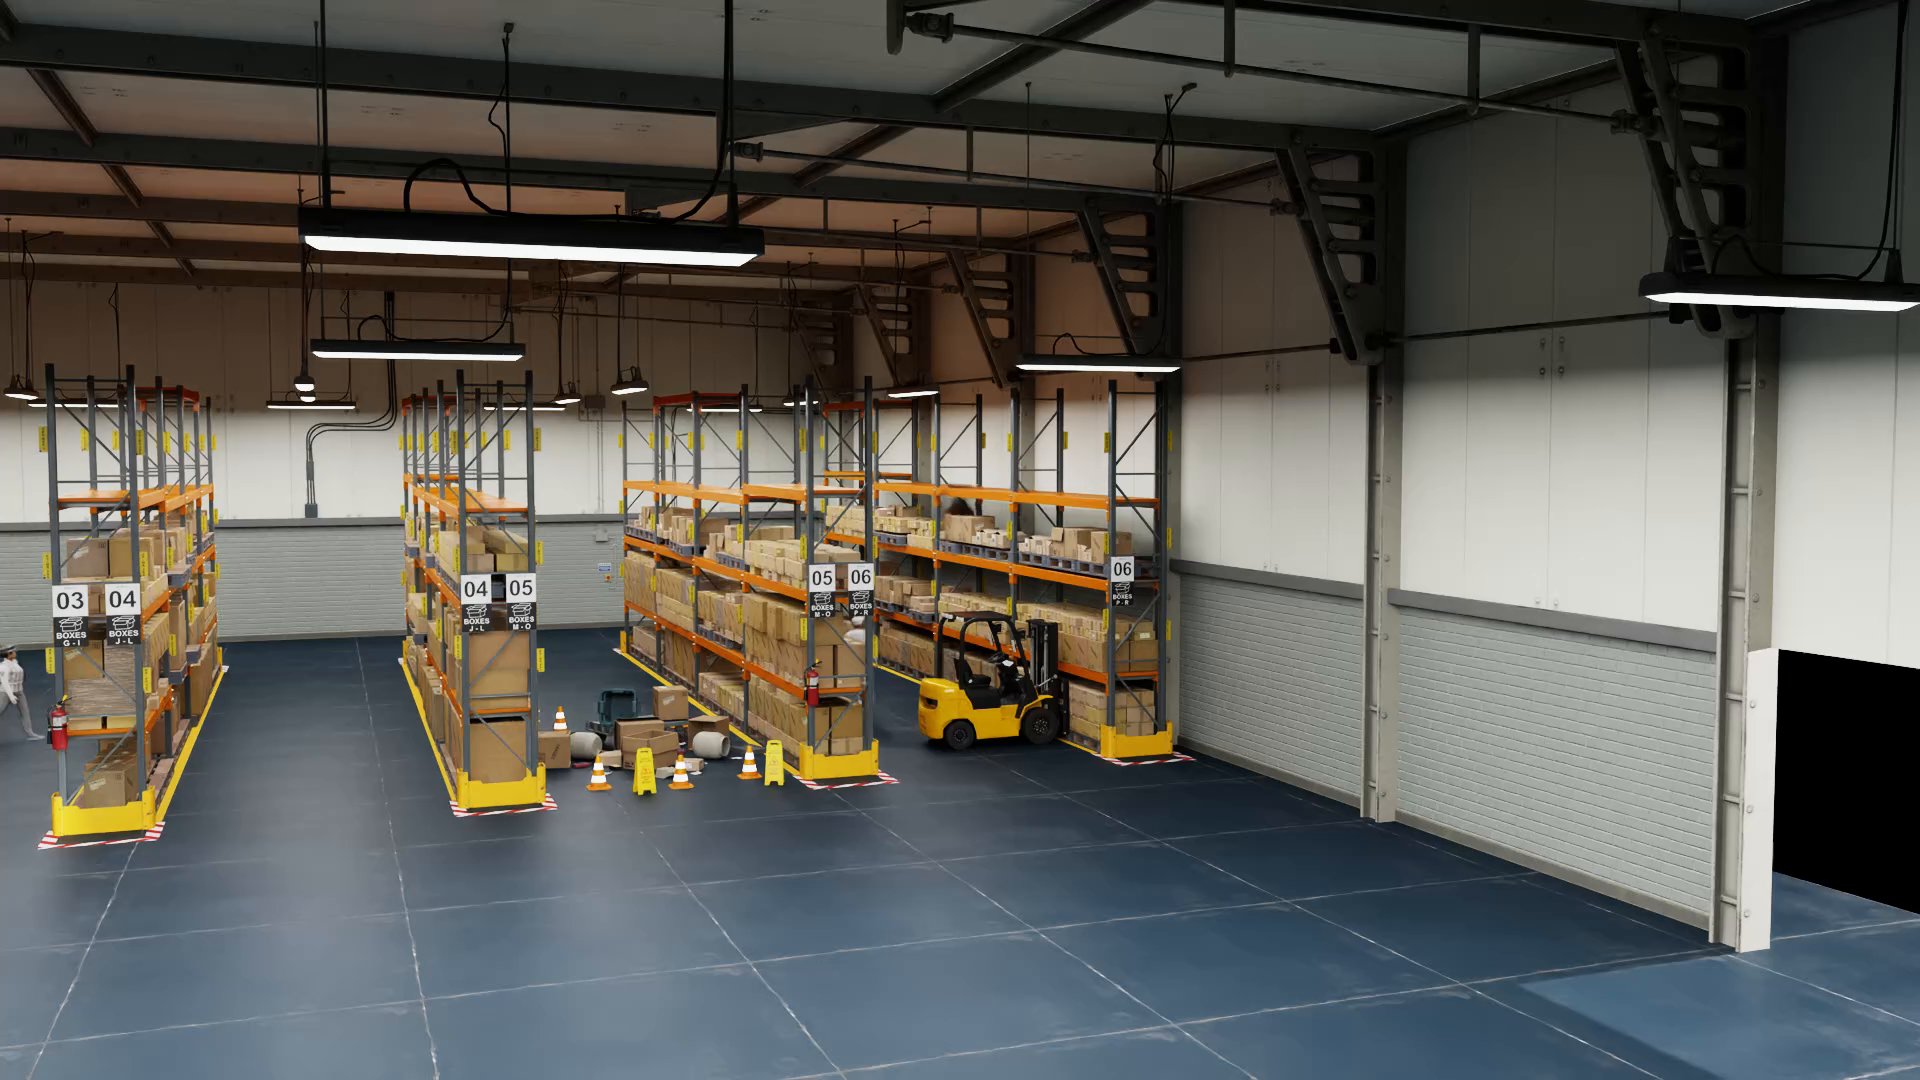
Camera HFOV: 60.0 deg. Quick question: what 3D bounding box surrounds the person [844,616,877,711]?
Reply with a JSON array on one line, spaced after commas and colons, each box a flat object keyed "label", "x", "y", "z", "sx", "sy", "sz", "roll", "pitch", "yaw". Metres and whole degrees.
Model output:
[{"label": "person", "x": -1.862, "y": 2.228, "z": 30.228, "sx": 0.619, "sy": 1.748, "sz": 0.702, "roll": -1, "pitch": 3, "yaw": -15}]

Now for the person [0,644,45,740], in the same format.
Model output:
[{"label": "person", "x": -15.859, "y": 2.551, "z": 27.781, "sx": 0.890, "sy": 1.646, "sz": 0.573, "roll": 0, "pitch": 3, "yaw": 7}]
